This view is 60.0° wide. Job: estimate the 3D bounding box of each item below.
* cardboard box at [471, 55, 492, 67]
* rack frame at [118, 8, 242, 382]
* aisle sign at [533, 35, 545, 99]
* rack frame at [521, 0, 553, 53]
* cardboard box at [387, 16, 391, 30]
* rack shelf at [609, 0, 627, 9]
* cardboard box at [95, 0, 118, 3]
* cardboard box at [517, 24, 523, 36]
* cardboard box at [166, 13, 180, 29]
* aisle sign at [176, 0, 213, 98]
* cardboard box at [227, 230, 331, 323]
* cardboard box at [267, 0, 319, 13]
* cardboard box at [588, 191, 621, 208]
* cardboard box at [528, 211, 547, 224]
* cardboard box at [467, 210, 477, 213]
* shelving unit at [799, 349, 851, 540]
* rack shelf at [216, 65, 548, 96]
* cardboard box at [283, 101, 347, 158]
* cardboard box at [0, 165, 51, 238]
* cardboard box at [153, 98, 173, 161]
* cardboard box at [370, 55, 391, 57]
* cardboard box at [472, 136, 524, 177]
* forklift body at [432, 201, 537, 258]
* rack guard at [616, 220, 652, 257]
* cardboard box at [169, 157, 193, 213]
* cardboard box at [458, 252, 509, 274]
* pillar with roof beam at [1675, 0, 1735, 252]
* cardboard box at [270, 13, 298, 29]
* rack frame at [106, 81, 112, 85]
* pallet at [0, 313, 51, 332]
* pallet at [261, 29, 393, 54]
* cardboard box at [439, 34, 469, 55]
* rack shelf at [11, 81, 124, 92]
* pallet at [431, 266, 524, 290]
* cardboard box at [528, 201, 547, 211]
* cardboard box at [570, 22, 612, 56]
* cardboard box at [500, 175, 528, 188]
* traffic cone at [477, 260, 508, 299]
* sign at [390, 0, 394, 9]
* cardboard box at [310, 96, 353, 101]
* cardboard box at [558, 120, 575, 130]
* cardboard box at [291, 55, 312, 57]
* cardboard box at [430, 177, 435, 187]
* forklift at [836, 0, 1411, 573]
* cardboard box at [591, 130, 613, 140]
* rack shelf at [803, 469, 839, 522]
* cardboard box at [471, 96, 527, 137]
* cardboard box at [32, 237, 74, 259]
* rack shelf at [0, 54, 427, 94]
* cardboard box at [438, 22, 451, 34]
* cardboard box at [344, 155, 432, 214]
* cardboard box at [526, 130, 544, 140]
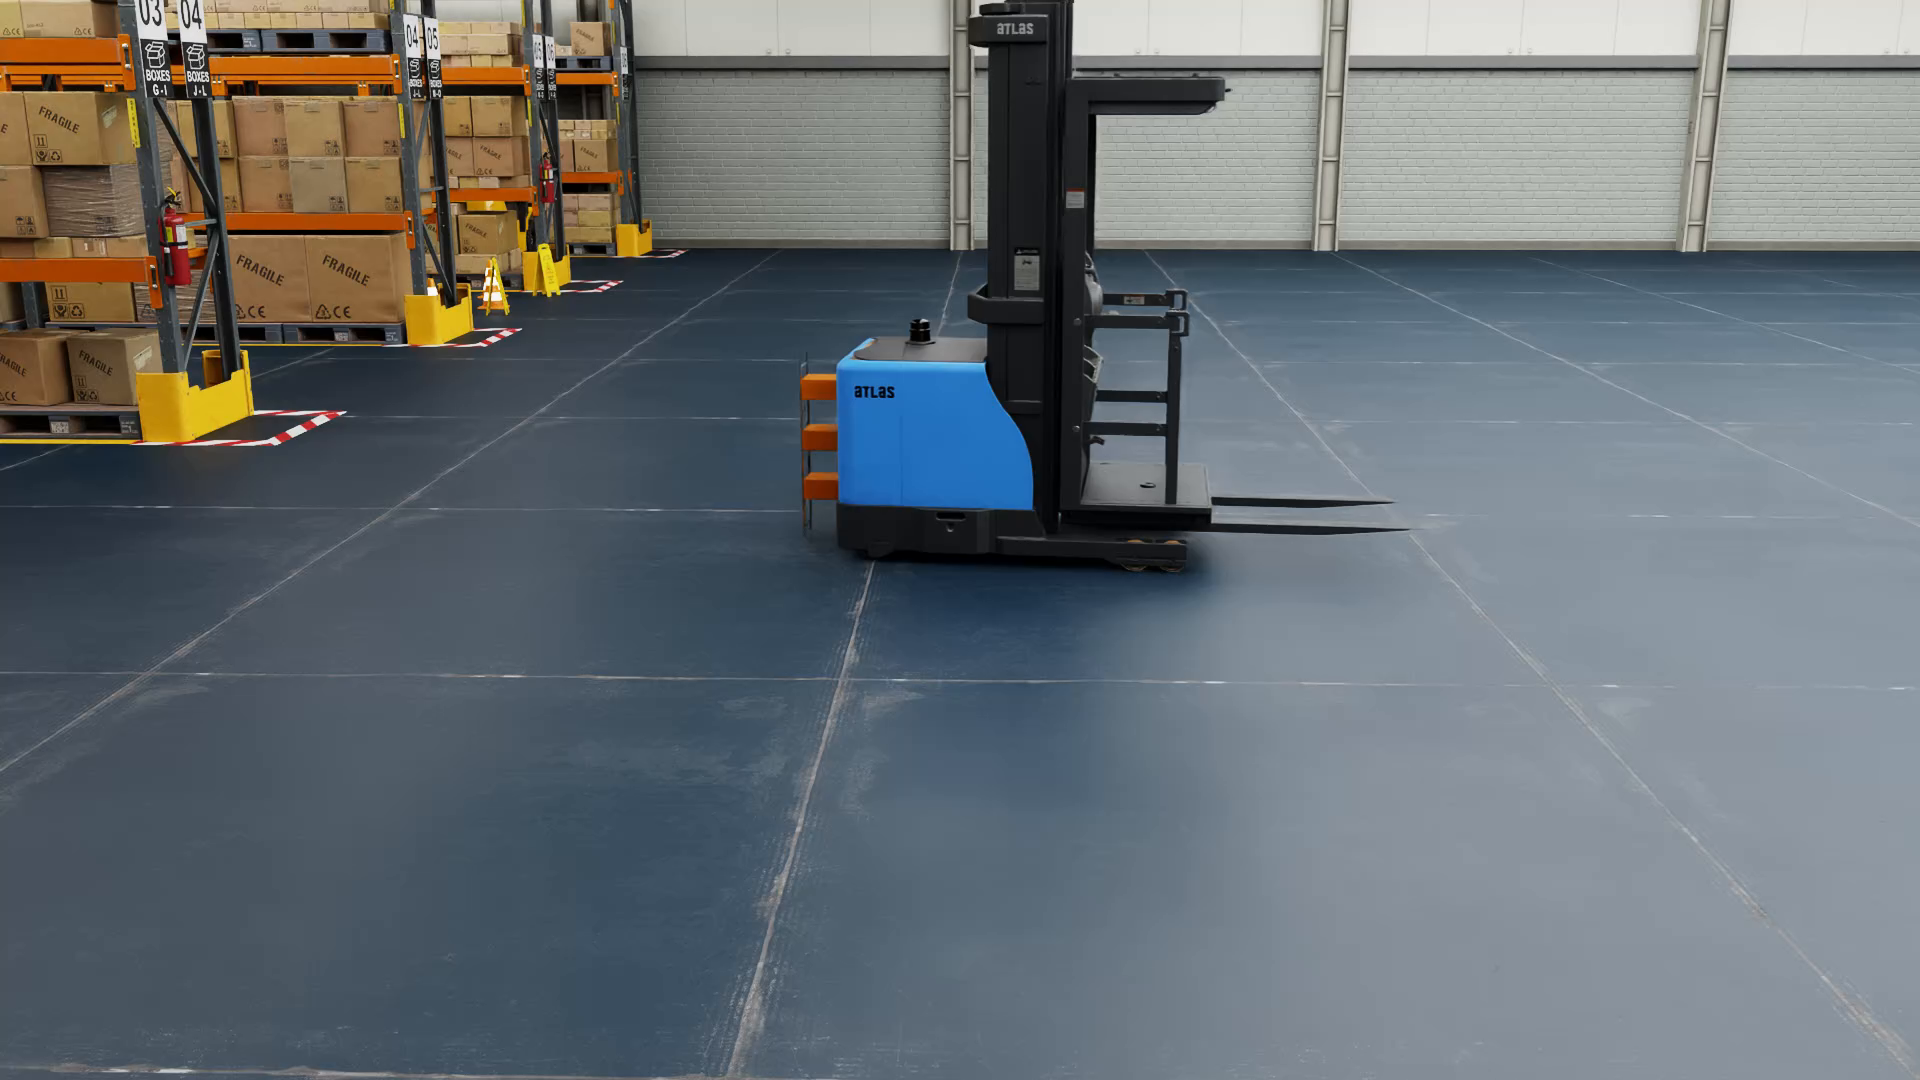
[{"bbox_3d":[-6.025,-6.084,21.133,0.250,0.149,0.380,0,15,2],"label":"cardboard box"},{"bbox_3d":[-5.665,-2.304,12.192,0.127,3.000,1.000,0,15,1],"label":"rack frame"},{"bbox_3d":[-5.357,-6.014,21.157,0.004,0.787,0.394,0,15,1],"label":"aisle sign"},{"bbox_3d":[-5.412,-7.732,21.005,0.127,3.000,1.000,0,15,1],"label":"rack frame"},{"bbox_3d":[-5.772,-5.232,16.885,0.250,0.149,0.380,0,15,2],"label":"cardboard box"},{"bbox_3d":[-7.288,-8.469,25.996,4.000,0.370,1.077,0,15,1],"label":"rack shelf"},{"bbox_3d":[-5.950,-3.797,11.483,0.250,0.149,0.380,0,15,1],"label":"cardboard box"},{"bbox_3d":[-5.762,-6.600,21.524,0.250,0.149,0.380,0,15,1],"label":"cardboard box"},{"bbox_3d":[-7.560,-5.075,16.290,0.250,0.149,0.380,1,15,2],"label":"cardboard box"},{"bbox_3d":[-5.595,-3.637,12.149,0.004,0.787,0.394,0,15,1],"label":"aisle sign"},{"bbox_3d":[-6.996,-2.736,17.174,0.875,0.875,0.875,0,15,1],"label":"cardboard box"},{"bbox_3d":[-6.434,-5.276,16.271,0.500,0.250,0.500,0,15,2],"label":"cardboard box"},{"bbox_3d":[-5.764,-5.505,26.933,0.500,0.250,0.500,0,15,1],"label":"cardboard box"},{"bbox_3d":[-6.801,-5.140,26.527,0.500,0.250,0.500,0,15,0],"label":"cardboard box"},{"bbox_3d":[-6.758,-4.145,22.268,0.500,0.500,0.500,0,15,-1],"label":"cardboard box"},{"bbox_3d":[-0.743,-0.529,9.288,0.252,1.050,0.215,2,15,7],"label":"shelving unit"},{"bbox_3d":[-7.411,-5.947,21.529,4.000,0.370,1.077,0,15,1],"label":"rack shelf"},{"bbox_3d":[-6.359,-4.155,16.798,0.550,0.550,0.875,0,15,1],"label":"cardboard box"},{"bbox_3d":[-6.717,-2.479,12.078,0.500,0.500,0.875,0,15,1],"label":"cardboard box"},{"bbox_3d":[-6.208,-3.052,12.291,0.500,0.500,0.500,0,15,1],"label":"cardboard box"},{"bbox_3d":[-7.312,-6.090,21.153,0.250,0.149,0.380,0,15,1],"label":"cardboard box"},{"bbox_3d":[-5.961,-4.956,21.467,0.500,0.500,0.500,0,15,0],"label":"cardboard box"},{"bbox_3d":[-7.231,-5.234,24.960,1.214,2.155,2.313,0,15,1],"label":"forklift body"},{"bbox_3d":[-5.265,-4.888,26.887,0.348,0.500,1.175,0,15,1],"label":"rack guard"},{"bbox_3d":[-7.980,-3.636,16.947,0.550,0.550,0.875,0,15,1],"label":"cardboard box"},{"bbox_3d":[-6.251,-3.641,21.828,0.500,0.250,0.500,0,15,1],"label":"cardboard box"},{"bbox_3d":[11.922,-8.017,22.086,0.400,9.000,9.100,0,15,1],"label":"pillar with roof beam"},{"bbox_3d":[-6.540,-5.069,16.267,0.250,0.149,0.380,1,15,2],"label":"cardboard box"},{"bbox_3d":[-13.286,-6.149,26.766,0.127,3.000,1.000,0,15,1],"label":"rack frame"},{"bbox_3d":[-10.209,-2.232,17.384,1.213,0.211,1.003,0,15,1],"label":"pallet"},{"bbox_3d":[-6.179,-4.978,16.620,1.213,0.211,1.003,0,15,1],"label":"pallet"},{"bbox_3d":[-6.433,-6.294,21.148,0.500,0.250,0.500,0,15,1],"label":"cardboard box"},{"bbox_3d":[-15.285,-7.265,26.525,4.000,0.370,1.077,0,15,1],"label":"rack shelf"},{"bbox_3d":[-6.299,-3.497,22.183,1.213,0.211,1.003,0,15,1],"label":"pallet"},{"bbox_3d":[-6.772,-5.380,26.458,0.500,0.250,0.500,1,15,2],"label":"cardboard box"},{"bbox_3d":[-5.737,-7.788,25.882,0.500,0.500,0.500,1,15,3],"label":"cardboard box"},{"bbox_3d":[-5.791,-4.657,21.605,0.250,0.149,0.380,1,15,3],"label":"cardboard box"},{"bbox_3d":[-5.875,-3.278,20.858,0.334,0.463,0.336,0,15,1],"label":"traffic cone"},{"bbox_3d":[-5.465,-5.270,15.974,0.005,0.325,0.100,0,15,1],"label":"sign"},{"bbox_3d":[-7.965,-5.455,21.399,0.500,0.500,0.700,0,15,0],"label":"cardboard box"},{"bbox_3d":[-6.162,-6.540,26.197,0.250,0.149,0.380,1,15,3],"label":"cardboard box"},{"bbox_3d":[-8.345,-6.120,21.270,0.250,0.149,0.380,1,15,3],"label":"cardboard box"},{"bbox_3d":[-6.814,-4.669,21.651,0.250,0.149,0.380,1,15,2],"label":"cardboard box"},{"bbox_3d":[0.891,-1.390,8.863,3.031,2.935,1.130,2,15,7],"label":"forklift"},{"bbox_3d":[-5.642,-6.390,26.211,0.250,0.149,0.380,1,15,2],"label":"cardboard box"},{"bbox_3d":[-0.743,-0.250,9.362,0.240,0.259,0.215,2,15,7],"label":"rack shelf"},{"bbox_3d":[-5.928,-5.454,21.394,0.500,0.500,0.700,0,15,0],"label":"cardboard box"},{"bbox_3d":[-6.456,-2.122,11.995,0.250,0.149,0.380,0,15,1],"label":"cardboard box"},{"bbox_3d":[-7.437,-4.684,16.742,4.000,0.370,1.077,0,15,1],"label":"rack shelf"},{"bbox_3d":[-6.522,-6.496,21.130,0.250,0.149,0.380,0,15,2],"label":"cardboard box"},{"bbox_3d":[-5.809,-3.631,16.930,0.550,0.550,0.875,0,15,1],"label":"cardboard box"},{"bbox_3d":[-6.672,-6.395,26.232,0.250,0.149,0.380,0,15,0],"label":"cardboard box"}]
